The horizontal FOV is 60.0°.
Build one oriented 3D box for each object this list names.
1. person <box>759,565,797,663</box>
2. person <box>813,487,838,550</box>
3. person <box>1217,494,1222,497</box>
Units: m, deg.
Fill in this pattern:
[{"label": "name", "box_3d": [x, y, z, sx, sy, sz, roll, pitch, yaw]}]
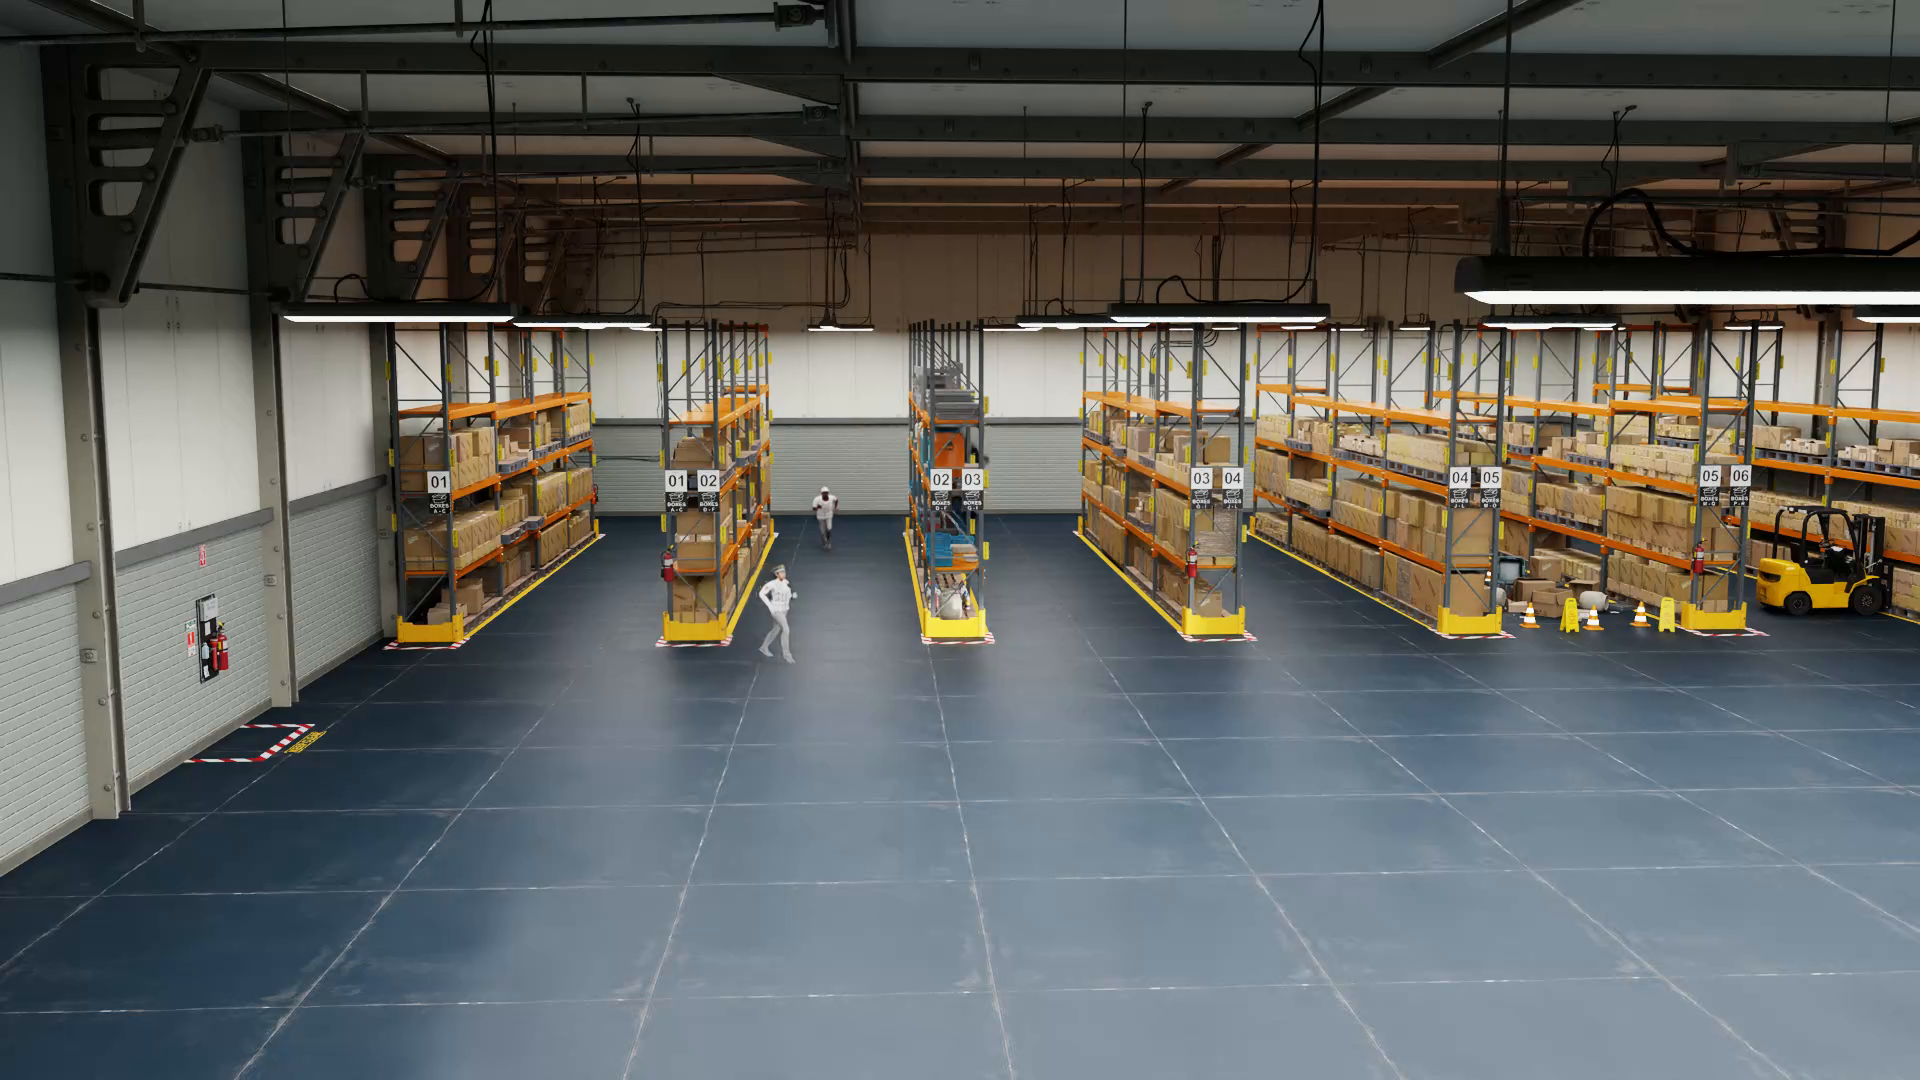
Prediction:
[{"label": "person", "box_3d": [-3.194, 1.284, 29.261, 0.790, 1.751, 0.585, 4, 8, 27]}, {"label": "person", "box_3d": [-3.563, -0.580, 44.007, 0.673, 1.683, 0.874, -1, 7, -5]}, {"label": "person", "box_3d": [6.690, -0.426, 43.022, 0.594, 1.752, 0.704, -1, 7, -10]}]
